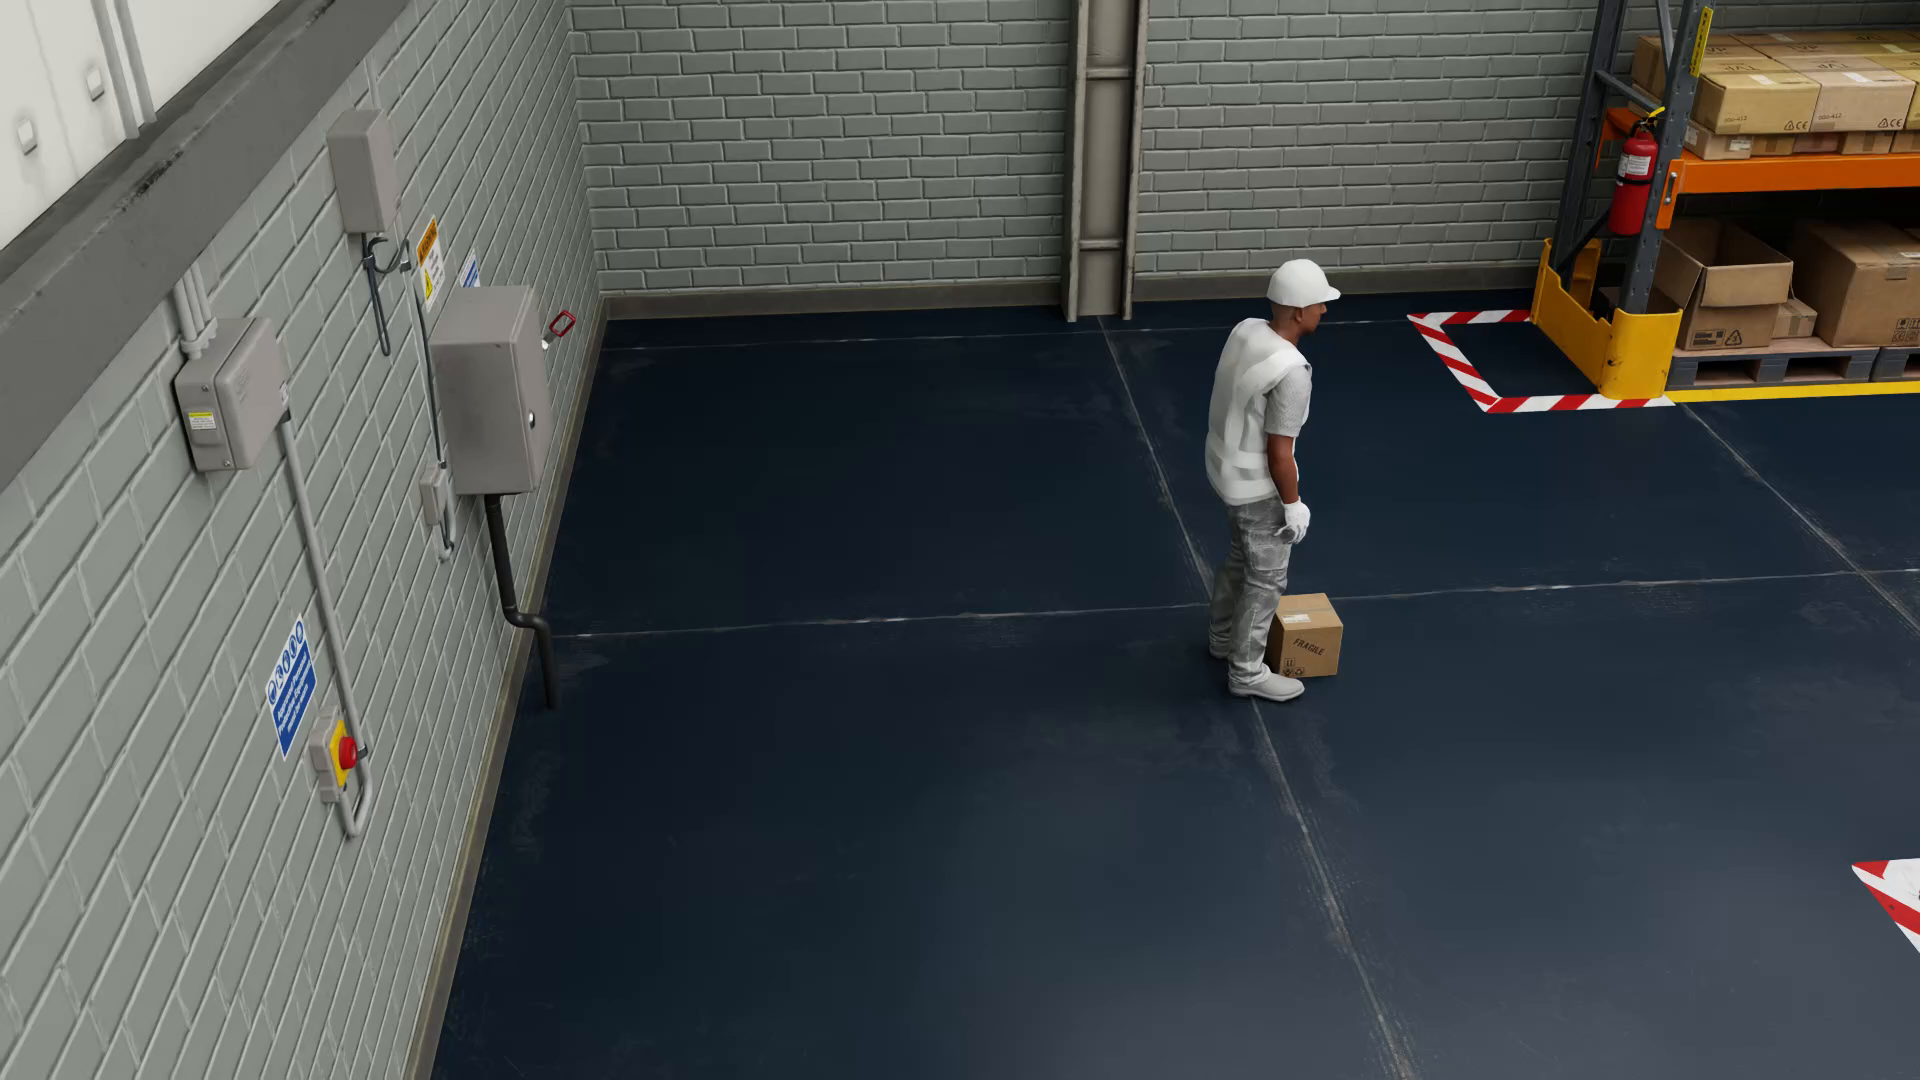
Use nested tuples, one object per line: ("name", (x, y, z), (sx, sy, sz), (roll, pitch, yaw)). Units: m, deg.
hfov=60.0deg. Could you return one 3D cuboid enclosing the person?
("person", (1.195, -0.244, 6.529), (0.443, 1.776, 0.630), (-4, 31, -7))
